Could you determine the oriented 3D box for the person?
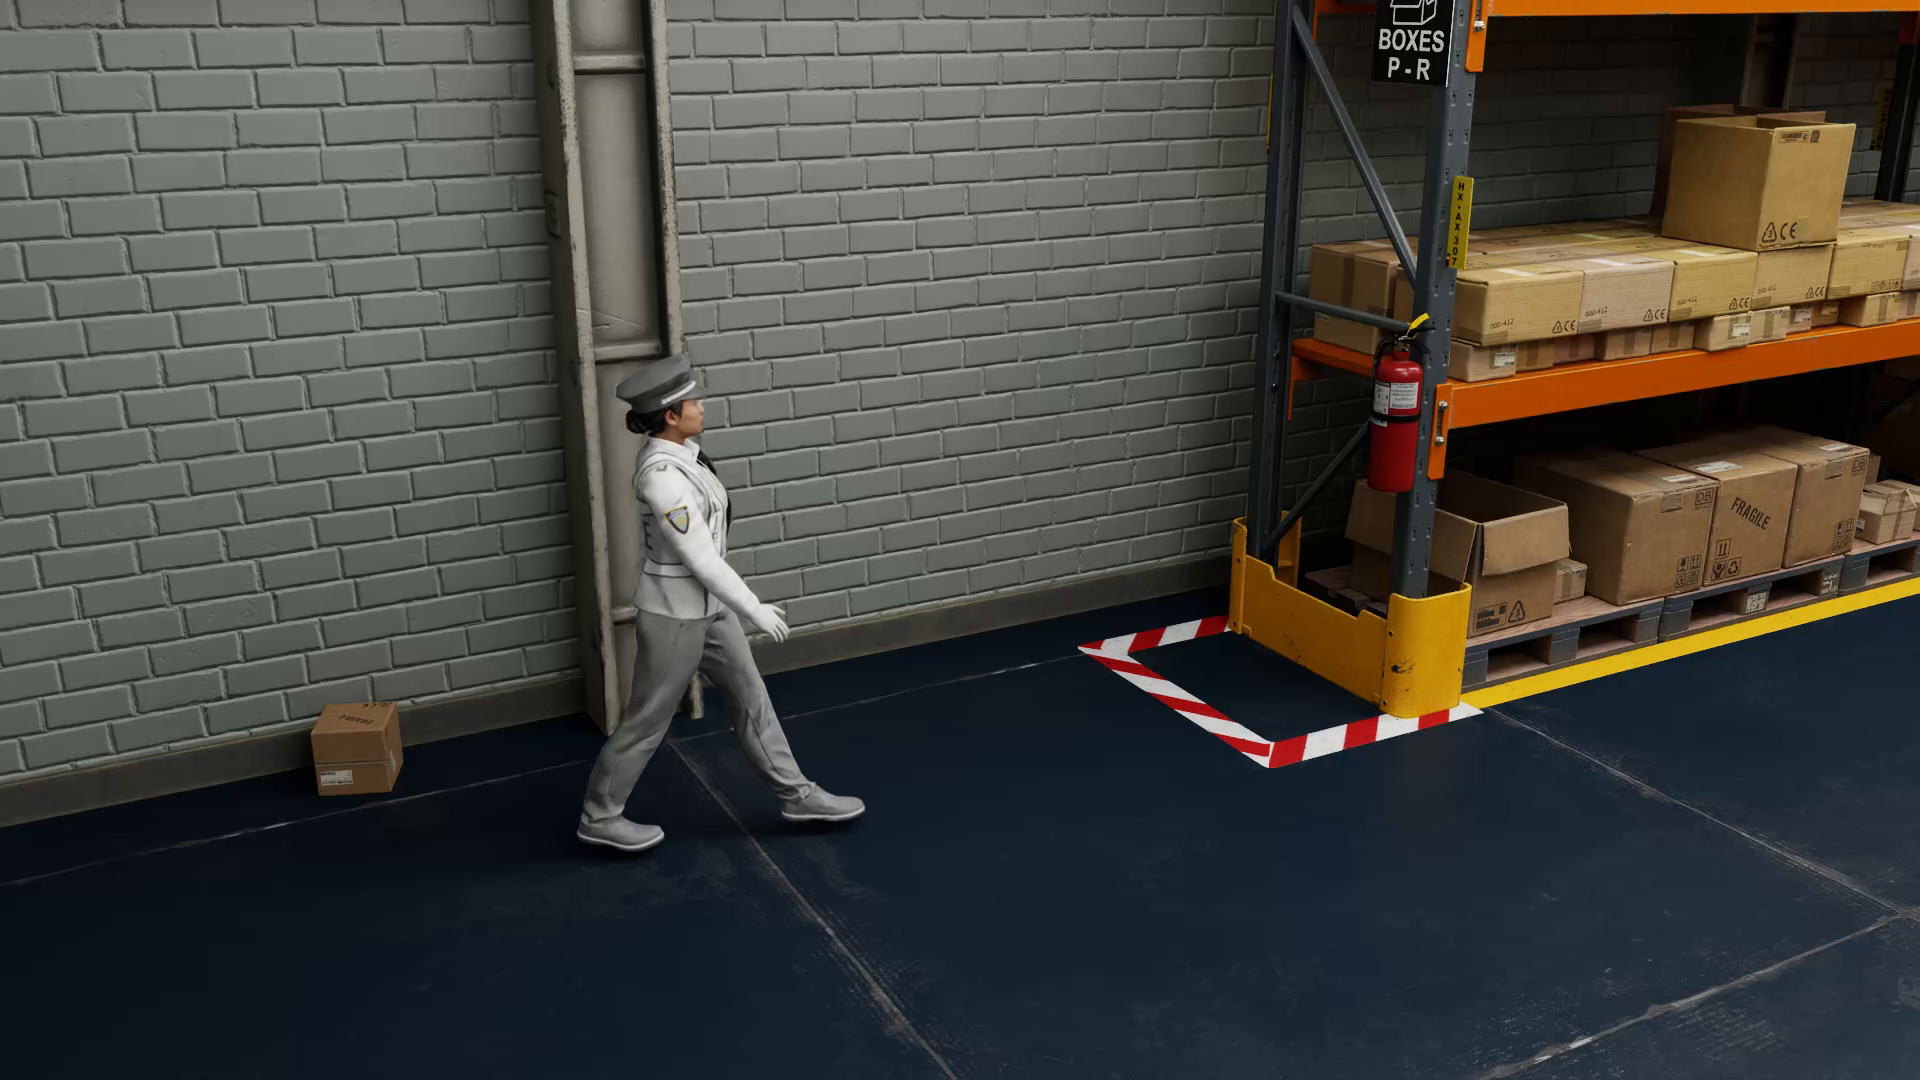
[{"bbox_3d":[-0.798,0.207,5.356,0.956,1.635,0.489,-1,19,-4],"label":"person"}]
